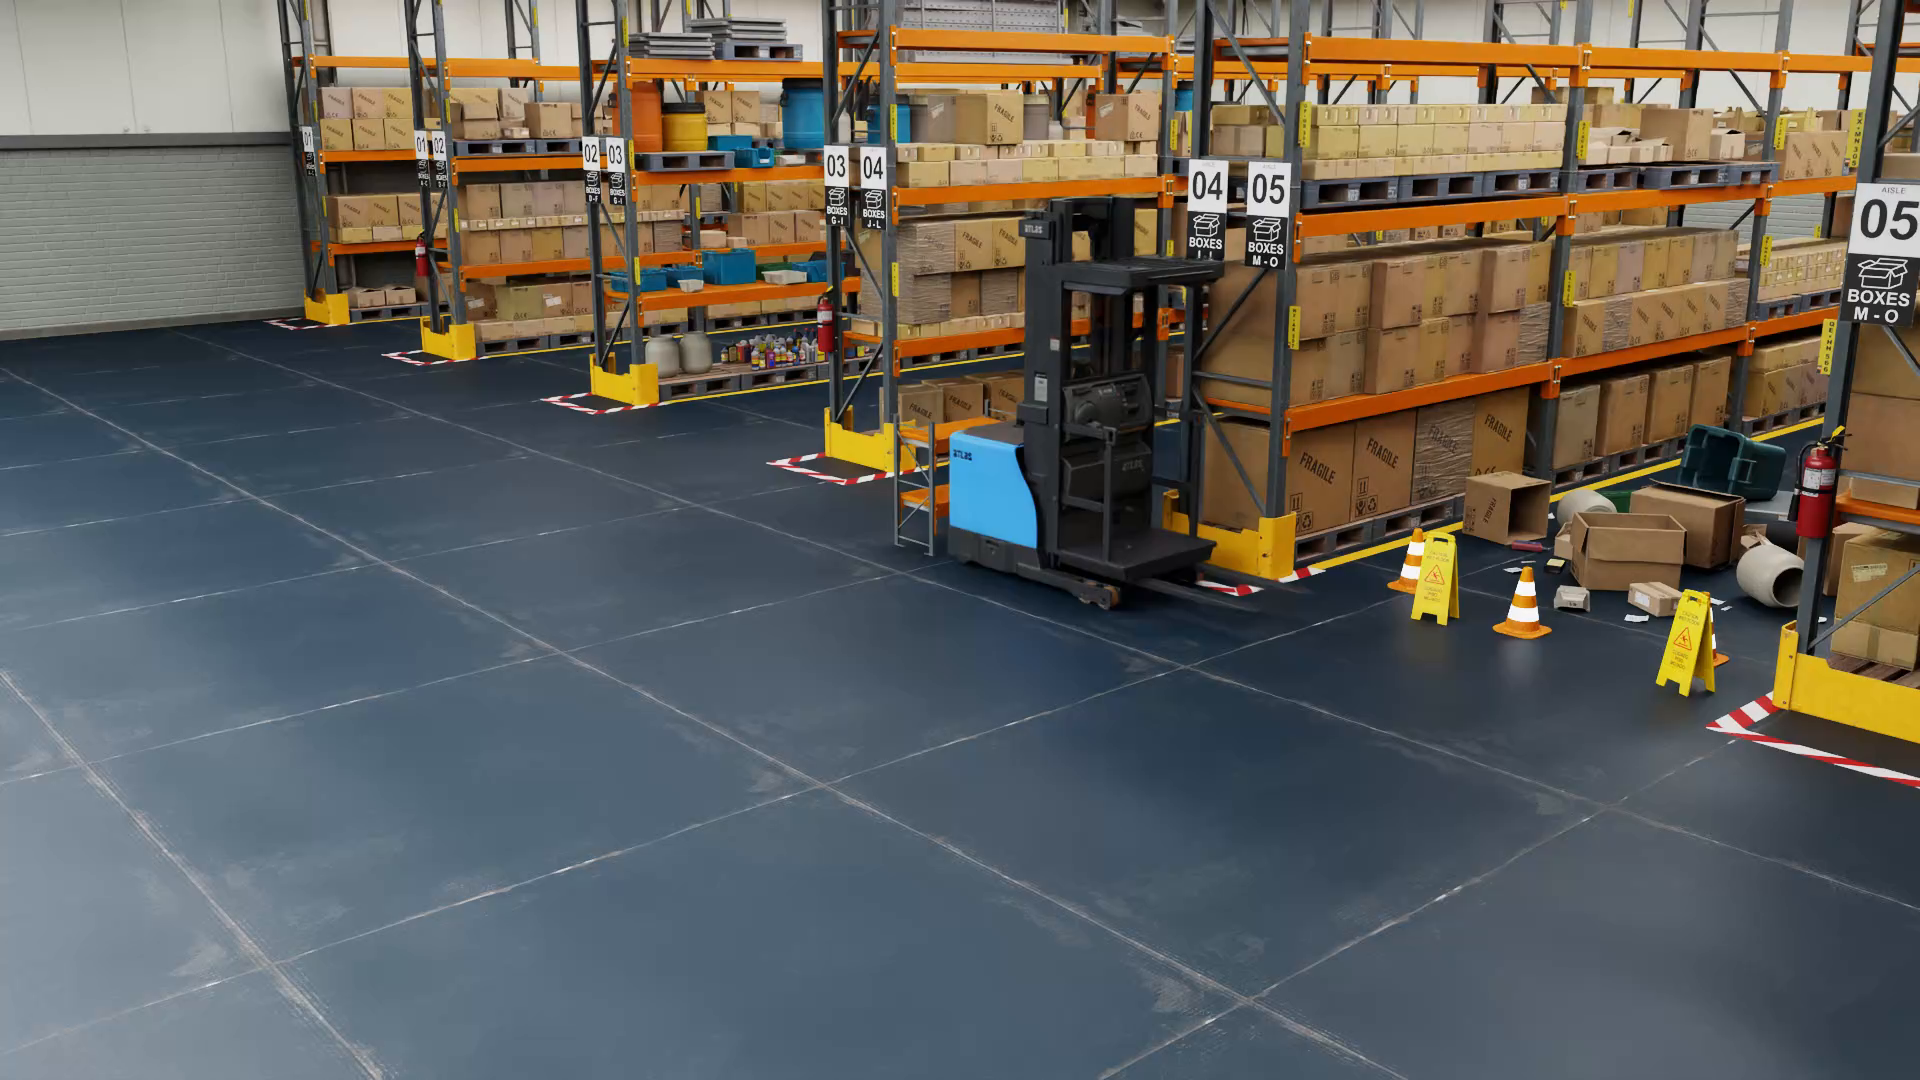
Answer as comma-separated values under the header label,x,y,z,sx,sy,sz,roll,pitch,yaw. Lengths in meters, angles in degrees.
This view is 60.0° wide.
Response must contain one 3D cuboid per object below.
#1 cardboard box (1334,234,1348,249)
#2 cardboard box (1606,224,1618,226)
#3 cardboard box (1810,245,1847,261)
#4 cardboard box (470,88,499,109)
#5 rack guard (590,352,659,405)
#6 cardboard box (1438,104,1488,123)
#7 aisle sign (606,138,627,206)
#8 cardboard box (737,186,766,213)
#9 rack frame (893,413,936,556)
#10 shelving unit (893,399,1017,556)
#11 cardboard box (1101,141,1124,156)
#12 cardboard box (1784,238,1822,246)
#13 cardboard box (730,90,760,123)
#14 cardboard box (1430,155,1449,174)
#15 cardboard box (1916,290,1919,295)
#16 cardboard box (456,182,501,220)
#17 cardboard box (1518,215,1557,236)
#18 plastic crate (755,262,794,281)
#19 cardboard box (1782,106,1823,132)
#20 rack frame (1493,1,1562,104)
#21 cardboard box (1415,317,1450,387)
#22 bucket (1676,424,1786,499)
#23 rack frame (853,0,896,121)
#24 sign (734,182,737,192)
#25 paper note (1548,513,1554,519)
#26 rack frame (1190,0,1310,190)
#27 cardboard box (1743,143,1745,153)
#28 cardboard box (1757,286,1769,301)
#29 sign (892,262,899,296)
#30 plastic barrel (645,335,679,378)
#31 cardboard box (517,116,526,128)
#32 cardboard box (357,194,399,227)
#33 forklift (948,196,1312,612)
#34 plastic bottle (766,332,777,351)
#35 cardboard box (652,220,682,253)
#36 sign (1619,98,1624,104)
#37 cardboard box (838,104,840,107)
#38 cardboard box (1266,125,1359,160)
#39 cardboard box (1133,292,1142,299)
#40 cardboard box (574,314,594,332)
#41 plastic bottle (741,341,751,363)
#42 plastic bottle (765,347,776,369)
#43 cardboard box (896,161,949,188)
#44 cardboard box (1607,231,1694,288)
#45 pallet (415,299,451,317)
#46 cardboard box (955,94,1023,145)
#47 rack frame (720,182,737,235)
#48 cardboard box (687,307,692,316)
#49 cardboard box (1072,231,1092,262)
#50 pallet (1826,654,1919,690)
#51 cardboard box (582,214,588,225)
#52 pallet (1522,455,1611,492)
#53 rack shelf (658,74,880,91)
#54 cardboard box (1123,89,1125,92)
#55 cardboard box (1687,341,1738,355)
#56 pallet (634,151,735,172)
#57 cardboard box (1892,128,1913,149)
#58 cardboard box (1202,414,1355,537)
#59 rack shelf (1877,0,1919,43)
label,x,y,z,sx,sy,sz,roll,pitch,yaw
cardboard box,4.659,-3.759,21.504,0.500,0.500,0.500,13,20,40
cardboard box,10.148,-4.916,26.555,0.500,0.250,0.500,-13,20,-40
cardboard box,10.278,-3.391,19.652,0.250,0.149,0.380,-13,20,-41
cardboard box,-8.341,-7.580,28.832,0.500,0.500,0.500,-11,19,-36
rack guard,-4.220,-2.031,20.884,0.348,0.500,1.175,-13,19,-39
cardboard box,4.183,-3.574,13.938,0.250,0.149,0.380,-13,20,-40
aisle sign,-4.109,-4.403,19.885,0.004,0.787,0.394,-13,19,-39
cardboard box,-4.181,-6.735,32.841,0.500,0.500,0.500,-12,19,-38
rack frame,-0.378,-0.458,13.787,0.032,1.125,0.500,-13,19,-39
shelving unit,0.005,-0.545,14.109,1.048,1.125,0.538,-13,19,-39
cardboard box,1.573,-4.301,18.245,0.250,0.149,0.380,-14,20,-42
cardboard box,10.431,-3.646,20.606,0.250,0.149,0.380,-12,19,-38
cardboard box,-3.572,-6.999,26.850,0.500,0.500,0.500,-10,18,-34
cardboard box,3.797,-3.101,13.715,0.250,0.149,0.380,-12,19,-39
cardboard box,6.456,-1.318,10.663,0.500,0.500,0.700,-13,20,-40
cardboard box,-7.095,-4.942,24.232,0.500,0.500,0.700,-13,19,-39
cardboard box,8.586,-4.750,24.481,0.500,0.500,0.500,-13,19,-39
plastic crate,-2.438,-3.617,22.388,0.662,0.188,0.450,-13,19,-39
cardboard box,9.261,-4.645,18.338,0.258,0.266,0.396,-13,19,-39
rack frame,8.057,-7.183,23.706,0.127,3.000,1.000,-13,19,-39
cardboard box,3.713,-1.679,14.434,0.500,0.550,0.875,-13,19,-39
bucket,6.613,-0.628,14.187,0.620,0.611,0.726,5,12,-23
rack frame,-1.460,-8.435,28.391,0.127,3.000,1.000,-13,19,-39
sign,-4.352,-6.917,32.245,0.005,0.325,0.100,-13,19,-39
paper note,5.289,-0.223,15.024,0.147,0.020,0.142,2,15,9
rack frame,2.184,-4.168,12.416,0.127,3.000,1.000,-13,19,-39
cardboard box,7.912,-4.068,17.300,0.250,0.166,0.380,-13,19,-39
cardboard box,8.689,-2.743,18.379,0.250,0.149,0.380,-13,20,-40
sign,-0.639,-2.565,16.362,0.005,0.325,0.100,-13,19,-39
plastic barrel,-3.800,-2.344,21.219,0.421,0.512,0.421,0,15,0
cardboard box,-6.380,-6.199,24.919,0.500,0.311,0.500,-10,18,-33
cardboard box,-9.813,-5.549,28.010,0.500,0.500,0.500,-13,19,-39
forklift,1.269,-1.052,12.509,1.130,2.935,3.031,-13,20,-41
plastic bottle,-2.574,-2.667,22.702,0.185,0.351,0.144,-13,20,-40
cardboard box,-4.808,-4.831,26.330,0.500,0.500,0.700,-13,20,-41
sign,10.715,-6.981,26.915,0.005,0.325,0.100,-13,19,-39
cardboard box,-2.811,-8.653,33.975,0.500,0.500,0.700,-13,20,-40
cardboard box,2.717,-3.073,12.836,0.500,0.250,0.500,-13,20,-39
cardboard box,1.642,-3.058,19.115,0.500,0.500,0.875,-13,19,-39
cardboard box,-5.812,-3.357,25.520,0.500,0.250,0.500,-13,19,-39
plastic bottle,-2.871,-2.530,22.320,0.133,0.283,0.061,-13,19,-39
plastic bottle,-2.492,-2.398,21.826,0.133,0.283,0.061,-12,19,-38
cardboard box,-0.462,-3.660,16.619,0.500,0.250,0.500,-12,19,-38
cardboard box,7.108,-2.909,17.196,0.500,0.500,0.700,-13,20,-40
pallet,-9.137,-4.147,29.367,1.213,0.211,1.003,-13,19,-39
cardboard box,0.302,-4.334,17.111,0.500,0.500,0.500,-13,20,-40
rack frame,-4.715,-6.500,32.773,0.127,3.000,1.000,-13,19,-39
cardboard box,-4.355,-3.860,27.403,0.500,0.250,0.500,-13,20,-40
cardboard box,1.109,-3.306,18.105,0.500,0.500,0.500,-13,19,-39
pallet,6.203,0.881,10.544,1.213,0.211,1.003,-13,19,-39
cardboard box,-5.700,-4.873,25.228,0.250,0.149,0.380,-12,19,-38
pallet,5.734,-0.745,16.631,1.213,0.211,1.003,-13,19,-39
rack shelf,-2.969,-7.555,27.267,4.000,0.370,1.077,-13,19,-39
cardboard box,2.742,-8.428,32.045,0.500,0.500,0.700,-13,19,-39
cardboard box,8.563,-2.149,19.060,0.500,0.250,0.500,-13,20,-41
pallet,-3.558,-4.696,20.570,1.213,0.211,1.003,-13,19,-39
cardboard box,11.757,-4.955,20.499,0.500,0.250,0.500,-12,19,-38
cardboard box,2.653,-0.574,13.888,0.875,0.875,0.875,-13,19,-39
rack shelf,7.019,-3.211,10.234,4.000,0.370,1.077,-13,19,-39
